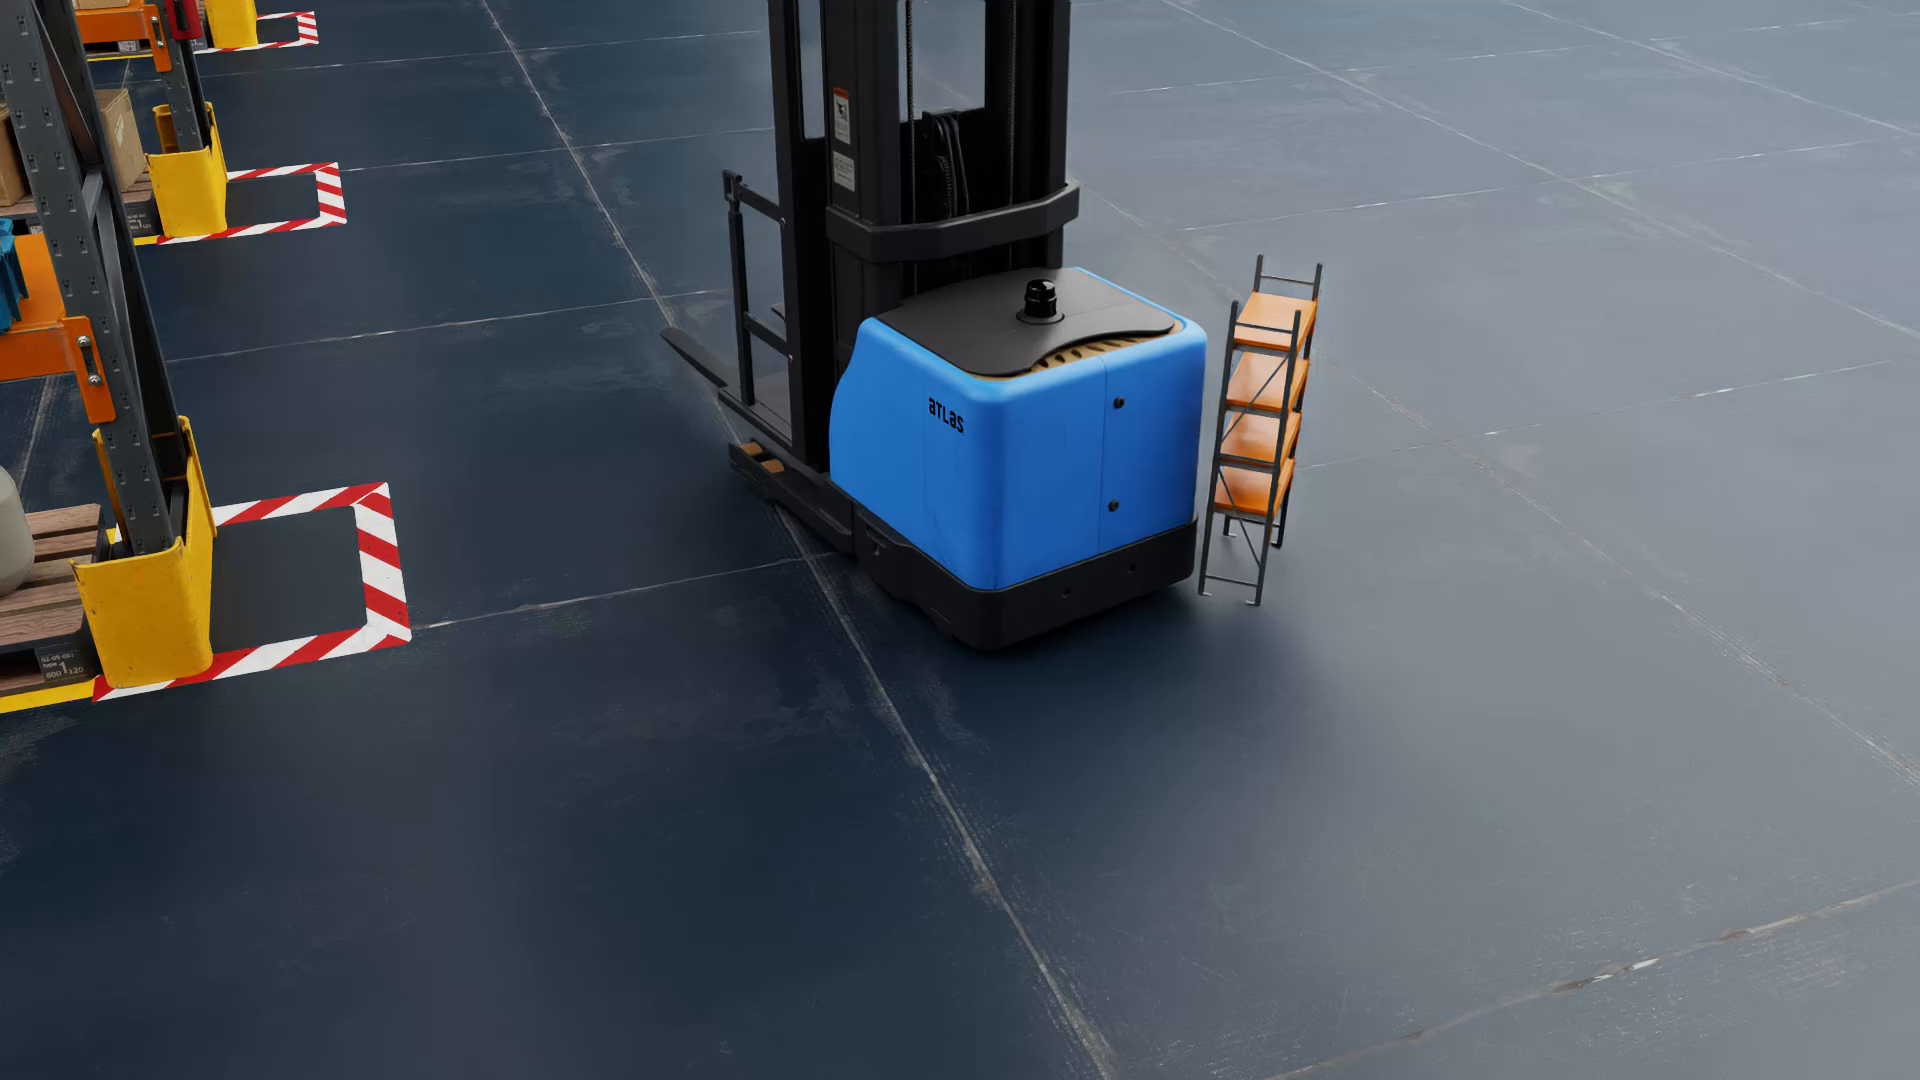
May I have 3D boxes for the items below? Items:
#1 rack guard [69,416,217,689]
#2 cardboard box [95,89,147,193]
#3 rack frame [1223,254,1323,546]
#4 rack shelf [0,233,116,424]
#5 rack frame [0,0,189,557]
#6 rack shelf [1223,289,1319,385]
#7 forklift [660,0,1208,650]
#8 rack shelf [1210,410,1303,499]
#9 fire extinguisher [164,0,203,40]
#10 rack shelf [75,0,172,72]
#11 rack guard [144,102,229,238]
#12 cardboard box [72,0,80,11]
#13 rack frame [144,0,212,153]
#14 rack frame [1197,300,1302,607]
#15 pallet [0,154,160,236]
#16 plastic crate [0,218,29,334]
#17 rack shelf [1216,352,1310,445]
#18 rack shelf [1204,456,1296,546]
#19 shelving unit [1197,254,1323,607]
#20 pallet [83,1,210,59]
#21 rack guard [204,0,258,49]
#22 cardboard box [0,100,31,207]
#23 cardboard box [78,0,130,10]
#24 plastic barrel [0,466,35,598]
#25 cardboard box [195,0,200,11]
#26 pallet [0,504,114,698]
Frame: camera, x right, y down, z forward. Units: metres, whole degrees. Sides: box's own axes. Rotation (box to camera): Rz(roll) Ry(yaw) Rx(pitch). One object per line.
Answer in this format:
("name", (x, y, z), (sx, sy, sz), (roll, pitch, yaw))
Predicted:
("rack guard", (-3.030, 0.014, 6.220), (0.348, 0.500, 1.175), (-10, 31, -18))
("cardboard box", (-5.293, -2.401, 10.035), (0.500, 0.500, 0.500), (-5, 30, -8))
("rack frame", (1.202, -0.519, 6.441), (0.240, 1.200, 0.015), (11, 32, 16))
("rack shelf", (-4.849, -0.449, 5.235), (4.000, 0.370, 1.077), (-10, 31, -18))
("rack frame", (-2.975, -1.107, 5.663), (0.127, 3.000, 1.000), (-10, 31, -18))
("rack shelf", (1.133, -0.744, 6.043), (0.258, 0.148, 0.480), (11, 32, 16))
("forklift", (-0.337, -1.566, 6.538), (1.130, 2.935, 3.031), (-18, 34, -29))
("rack shelf", (1.120, -0.347, 6.274), (0.258, 0.148, 0.480), (11, 32, 16))
("fire extinguisher", (-4.434, -3.177, 9.375), (0.183, 0.674, 0.296), (-10, 31, -18))
("rack shelf", (-6.576, -2.747, 9.268), (4.000, 0.370, 1.077), (-10, 31, -18))
("rack guard", (-4.773, -2.306, 10.292), (0.348, 0.500, 1.175), (-10, 31, -18))
("cardboard box", (-5.131, -3.108, 9.429), (0.250, 0.149, 0.380), (-10, 31, -18))
("rack frame", (-4.702, -3.405, 9.696), (0.127, 3.000, 1.000), (-10, 31, -18))
("rack frame", (1.042, -0.291, 6.040), (0.240, 1.200, 0.015), (11, 32, 16))
("pallet", (-5.547, -2.056, 10.146), (1.213, 0.211, 1.003), (-10, 31, -18))
("plastic crate", (-3.339, -0.817, 5.304), (0.616, 0.251, 0.499), (-10, 31, -18))
("rack shelf", (1.126, -0.540, 6.162), (0.258, 0.148, 0.480), (11, 32, 16))
("rack shelf", (1.115, -0.175, 6.374), (0.258, 0.148, 0.480), (11, 32, 16))
("shelving unit", (1.122, -0.405, 6.241), (0.258, 1.200, 0.503), (11, 32, 16))
("pallet", (-7.059, -4.337, 14.150), (1.213, 0.211, 1.003), (-10, 31, -18))
("rack guard", (-6.314, -4.641, 14.392), (0.348, 0.500, 1.175), (-10, 31, -18))
("cardboard box", (-5.841, -2.282, 9.826), (0.500, 0.500, 0.500), (-3, 30, -5))
("cardboard box", (-4.897, -3.151, 9.504), (0.250, 0.149, 0.380), (-10, 31, -18))
("plastic barrel", (-3.565, -0.059, 5.913), (0.421, 0.512, 0.421), (0, 30, 0))
("cardboard box", (-6.949, -4.835, 13.929), (0.875, 0.875, 0.875), (-10, 31, -17))
("pallet", (-3.793, 0.277, 6.050), (1.213, 0.211, 1.003), (-10, 31, -18))
